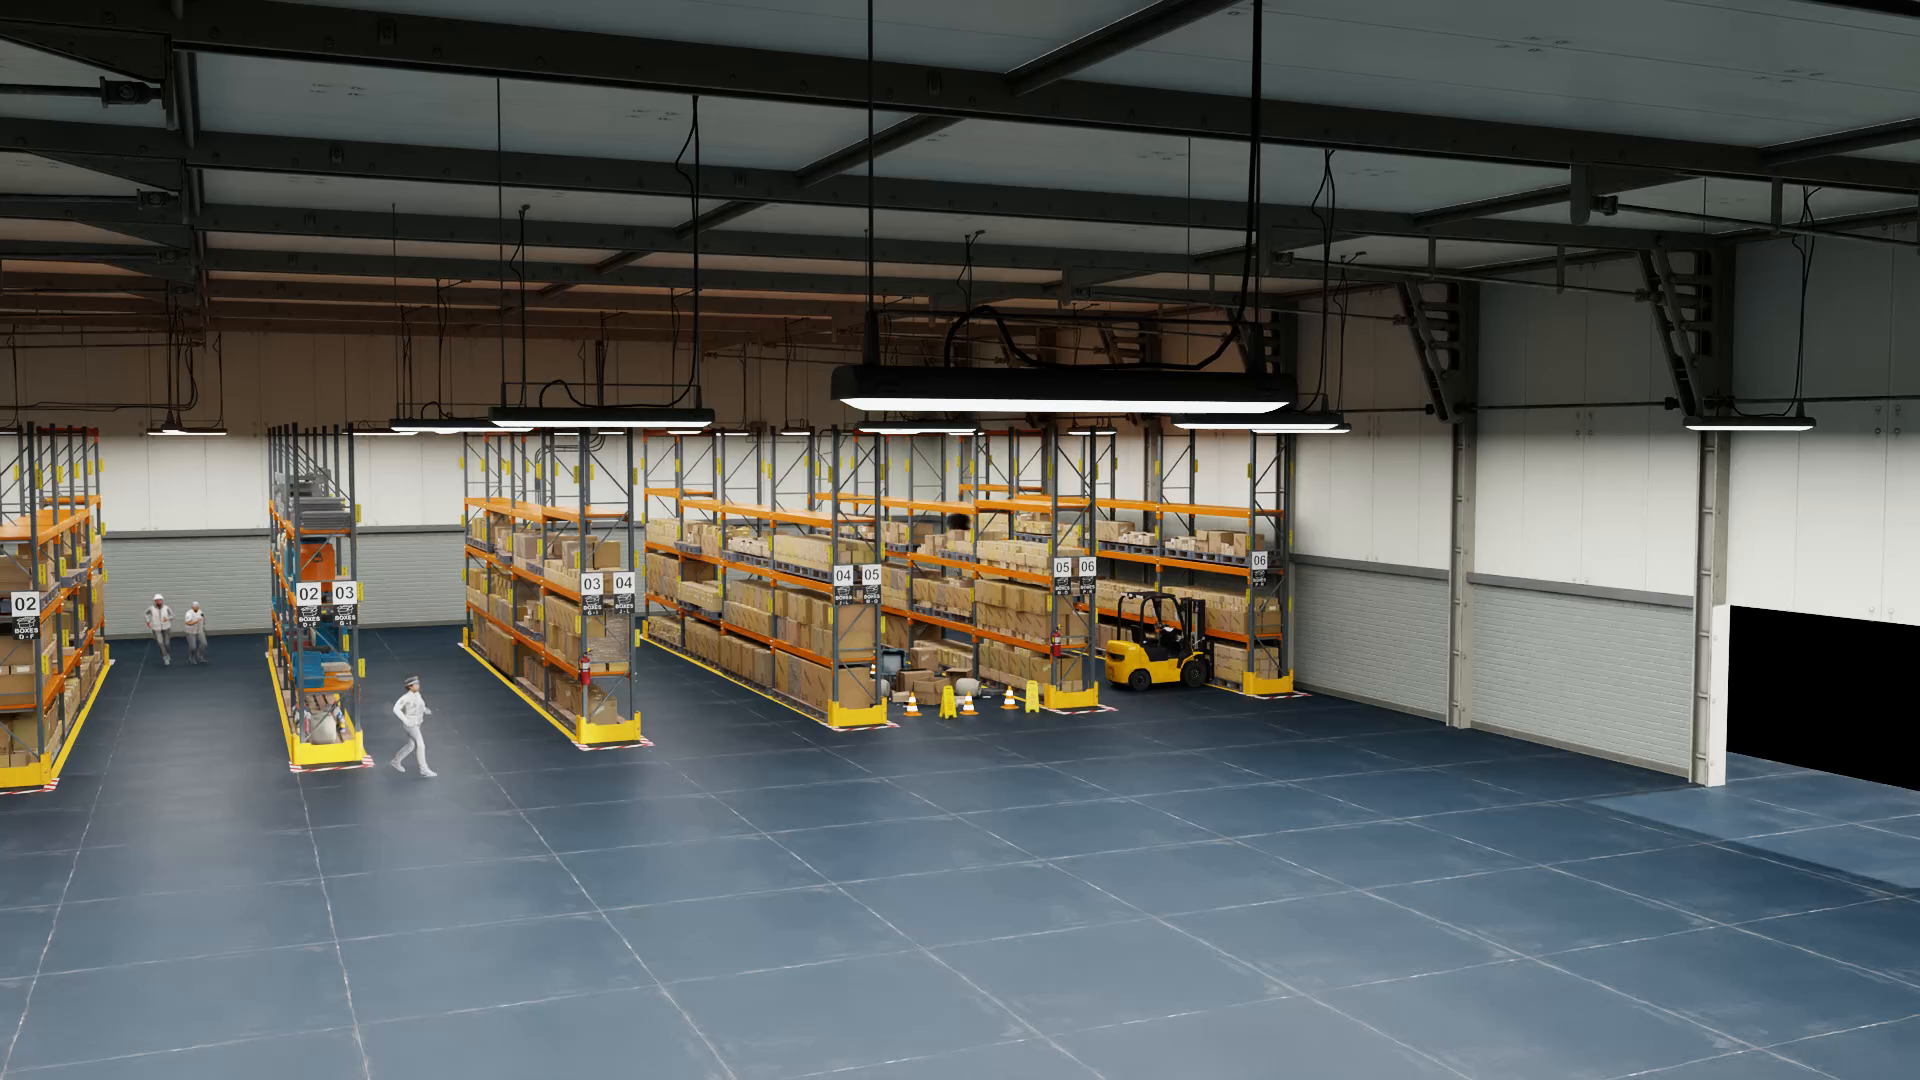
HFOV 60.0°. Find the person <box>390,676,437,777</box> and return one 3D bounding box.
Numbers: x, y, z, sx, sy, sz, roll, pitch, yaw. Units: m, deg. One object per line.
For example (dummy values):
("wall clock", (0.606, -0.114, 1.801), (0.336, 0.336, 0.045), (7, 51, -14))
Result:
("person", (-9.247, 3.143, 28.074), (0.818, 1.710, 0.652), (0, 3, 4))

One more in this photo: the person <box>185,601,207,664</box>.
("person", (-19.373, 2.351, 42.082), (0.846, 1.629, 0.551), (3, 5, 42))

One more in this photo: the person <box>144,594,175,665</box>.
("person", (-20.234, 2.254, 42.061), (0.691, 1.772, 0.937), (-2, 4, -34))
